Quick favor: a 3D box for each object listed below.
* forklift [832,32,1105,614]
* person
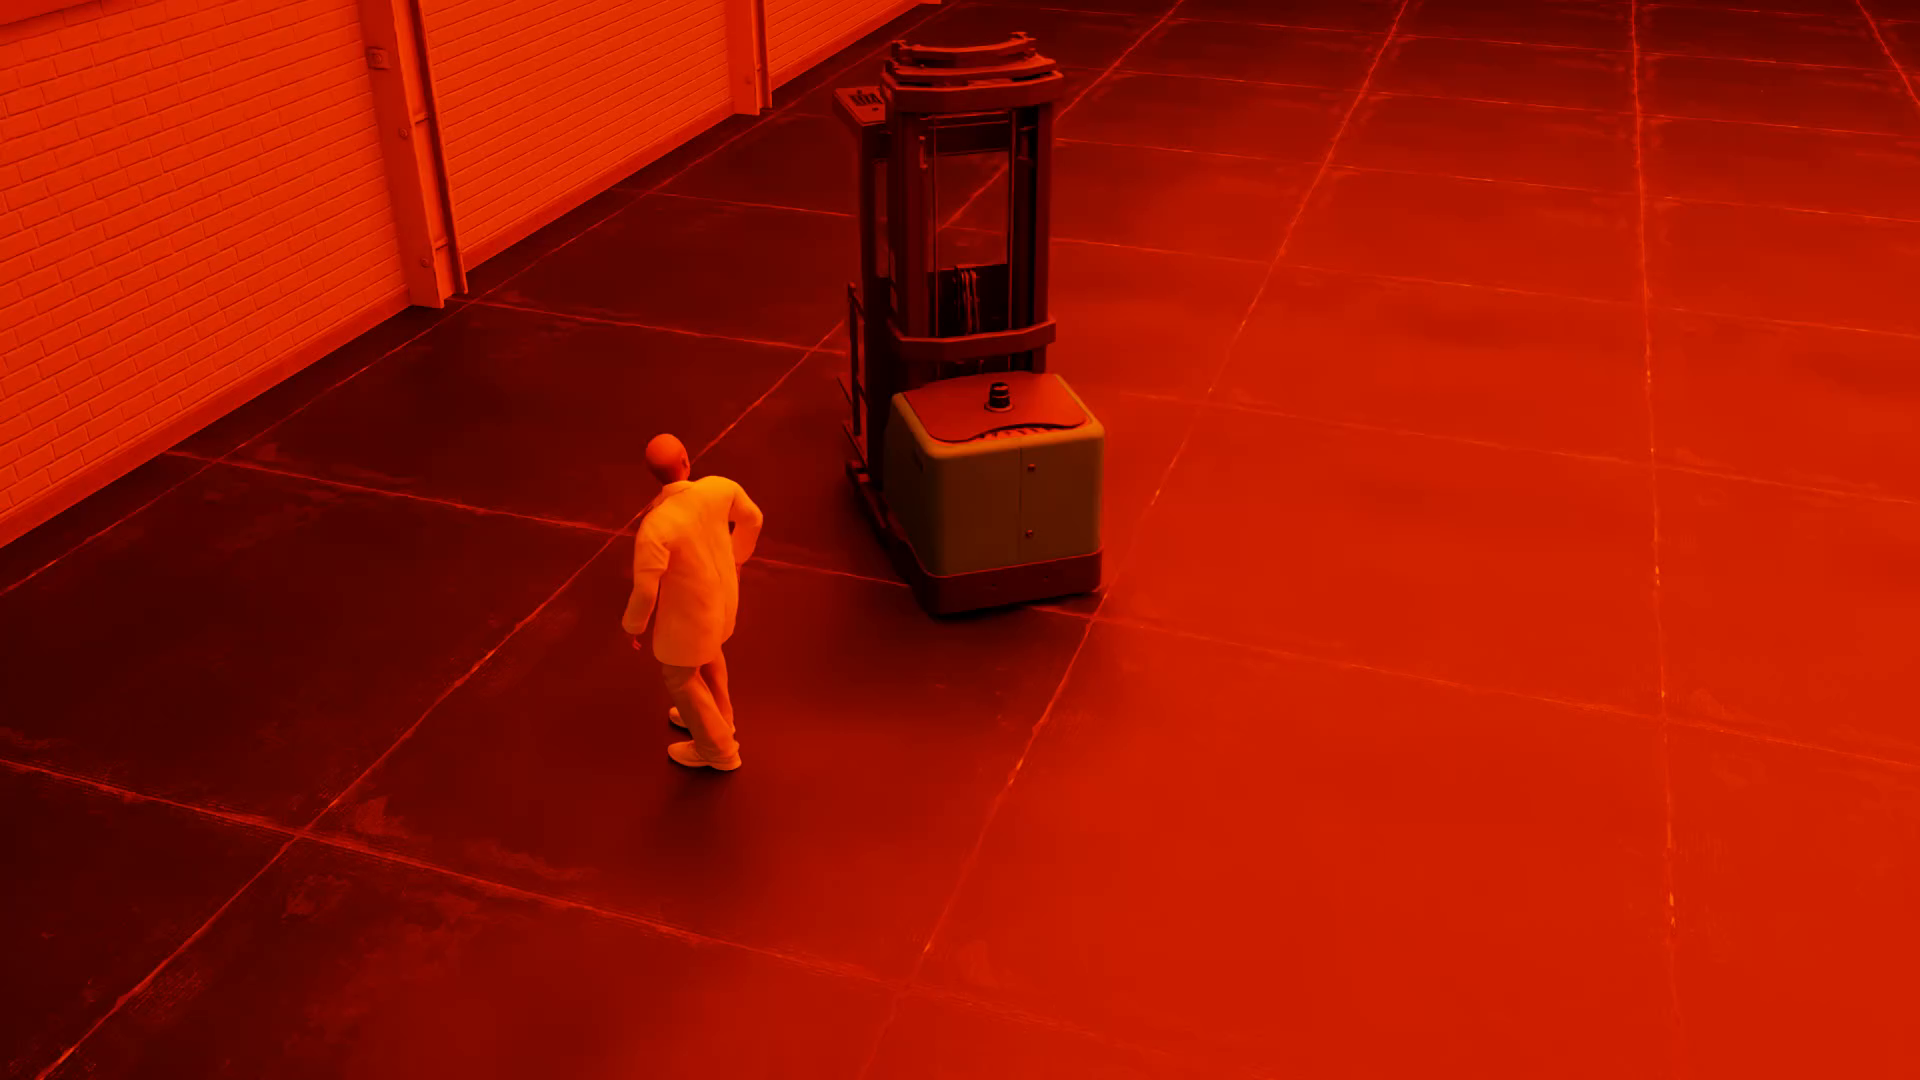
[{"bbox_3d":[-0.101,-1.579,9.906,1.130,2.935,3.031,-8,31,-14],"label":"forklift"},{"bbox_3d":[-1.313,0.283,7.829,0.558,1.759,0.800,16,33,26],"label":"person"}]
